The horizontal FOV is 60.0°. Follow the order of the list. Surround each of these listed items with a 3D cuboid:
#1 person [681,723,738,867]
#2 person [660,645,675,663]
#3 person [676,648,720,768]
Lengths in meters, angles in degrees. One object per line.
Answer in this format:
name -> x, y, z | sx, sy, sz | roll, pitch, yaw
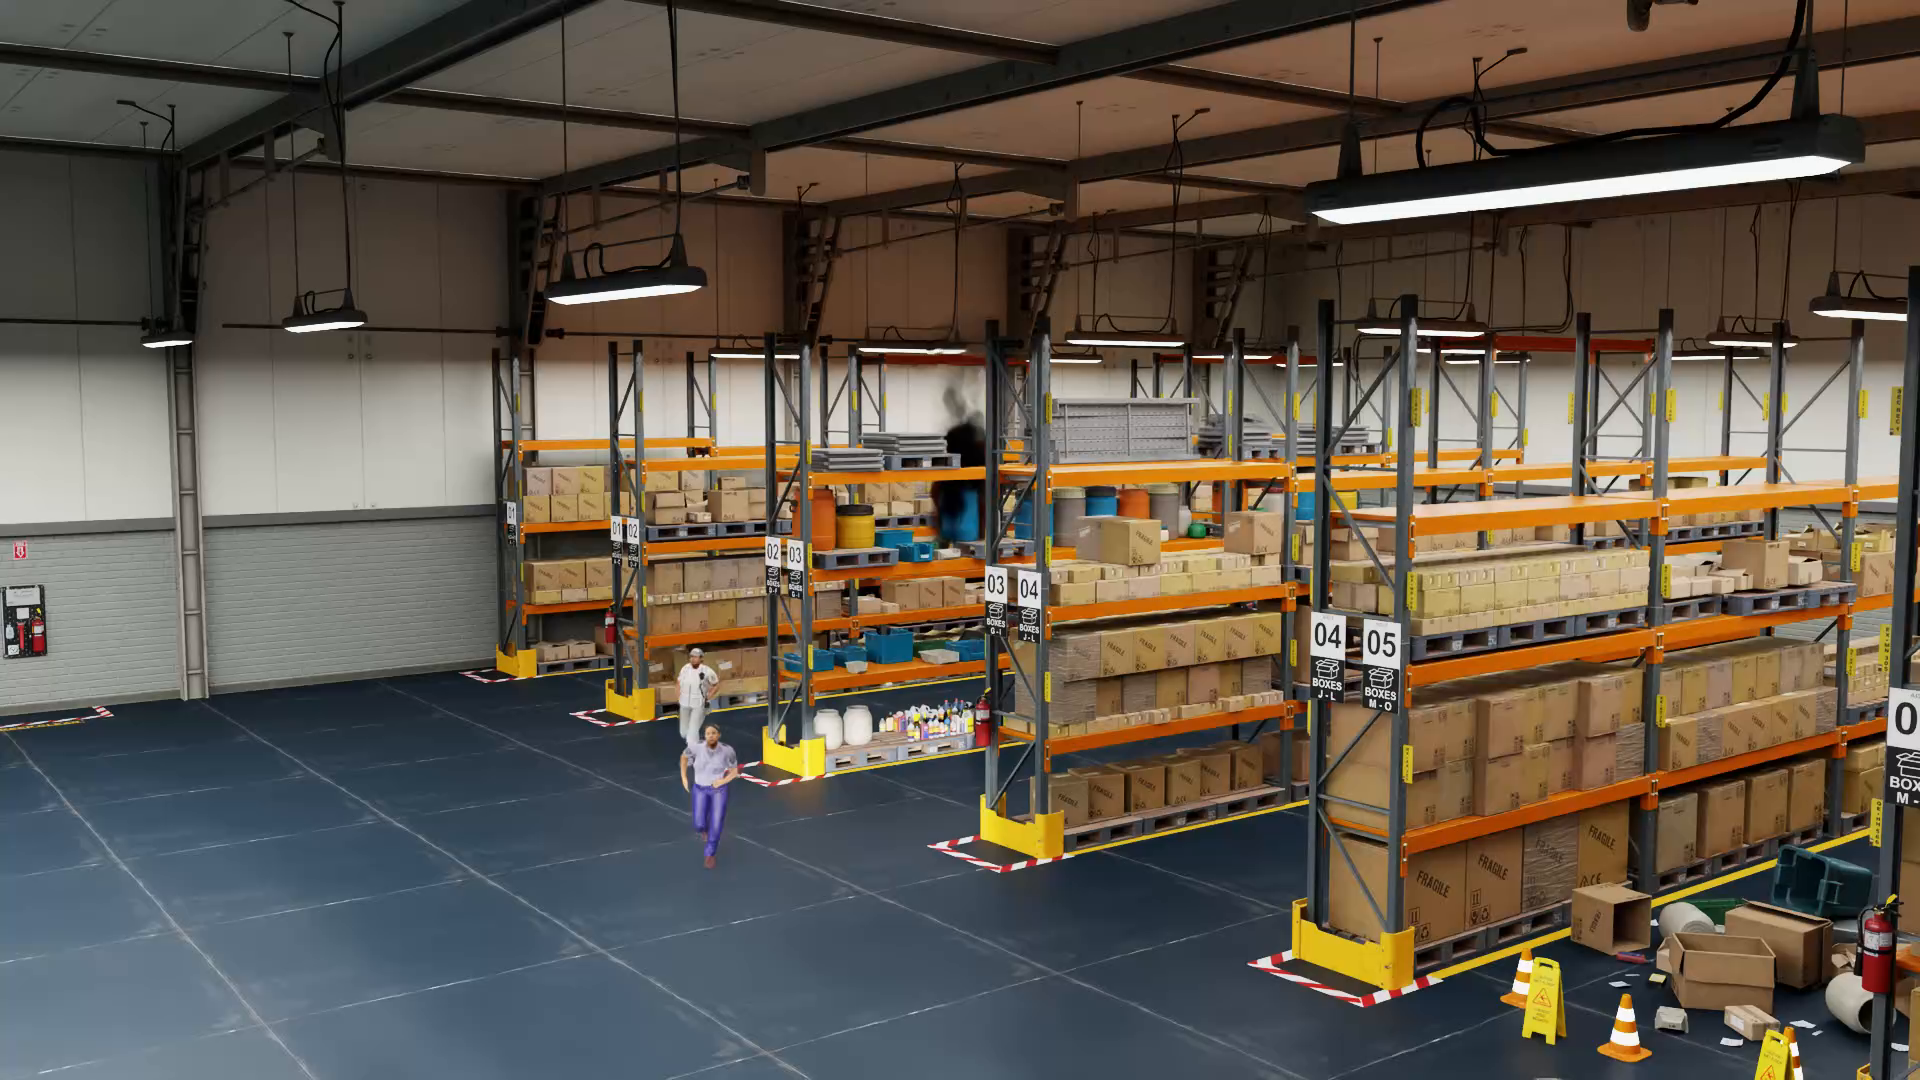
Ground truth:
person -> -2.748, 2.794, 18.199 | 0.645, 1.589, 0.623 | 0, 5, -3
person -> -5.170, 1.730, 29.511 | 0.605, 1.745, 0.783 | 5, 7, 42
person -> -3.670, 2.321, 23.262 | 0.618, 1.659, 0.751 | 1, 5, 16
